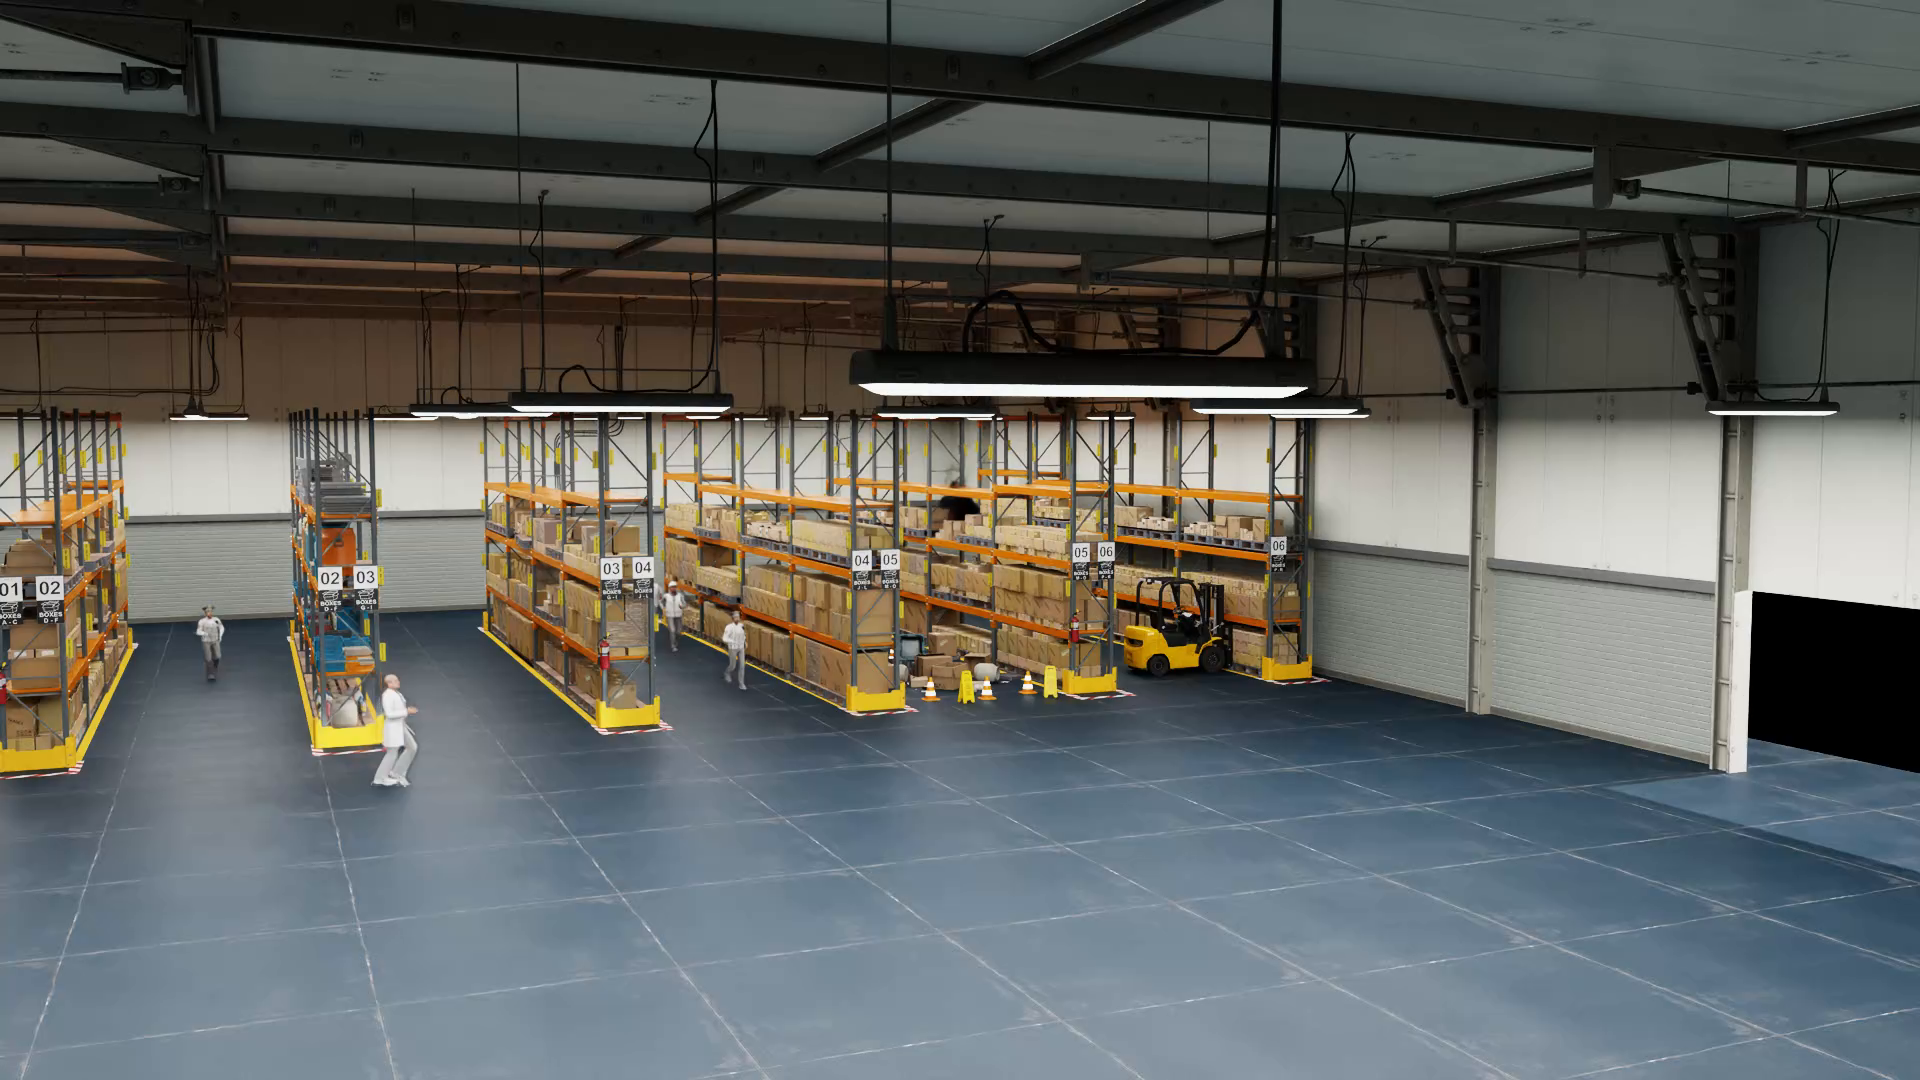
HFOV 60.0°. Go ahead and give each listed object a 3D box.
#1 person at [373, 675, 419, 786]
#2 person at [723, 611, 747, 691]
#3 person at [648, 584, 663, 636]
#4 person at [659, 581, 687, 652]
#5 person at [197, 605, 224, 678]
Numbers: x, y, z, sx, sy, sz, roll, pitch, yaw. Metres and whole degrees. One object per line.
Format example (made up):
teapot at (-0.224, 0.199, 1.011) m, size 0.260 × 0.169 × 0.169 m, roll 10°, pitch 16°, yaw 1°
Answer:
person at (-8.856, 3.013, 26.156) m, size 0.755 × 1.814 × 0.688 m, roll 0°, pitch 4°, yaw 0°
person at (-4.831, 2.361, 35.878) m, size 0.616 × 1.692 × 0.901 m, roll -3°, pitch 5°, yaw -32°
person at (-8.168, 1.765, 43.971) m, size 0.661 × 1.744 × 0.594 m, roll -1°, pitch 4°, yaw -20°
person at (-7.198, 1.914, 41.776) m, size 0.667 × 1.750 × 0.910 m, roll -2°, pitch 4°, yaw -22°
person at (-16.709, 2.282, 37.142) m, size 0.591 × 1.651 × 0.599 m, roll -3°, pitch 5°, yaw -33°
